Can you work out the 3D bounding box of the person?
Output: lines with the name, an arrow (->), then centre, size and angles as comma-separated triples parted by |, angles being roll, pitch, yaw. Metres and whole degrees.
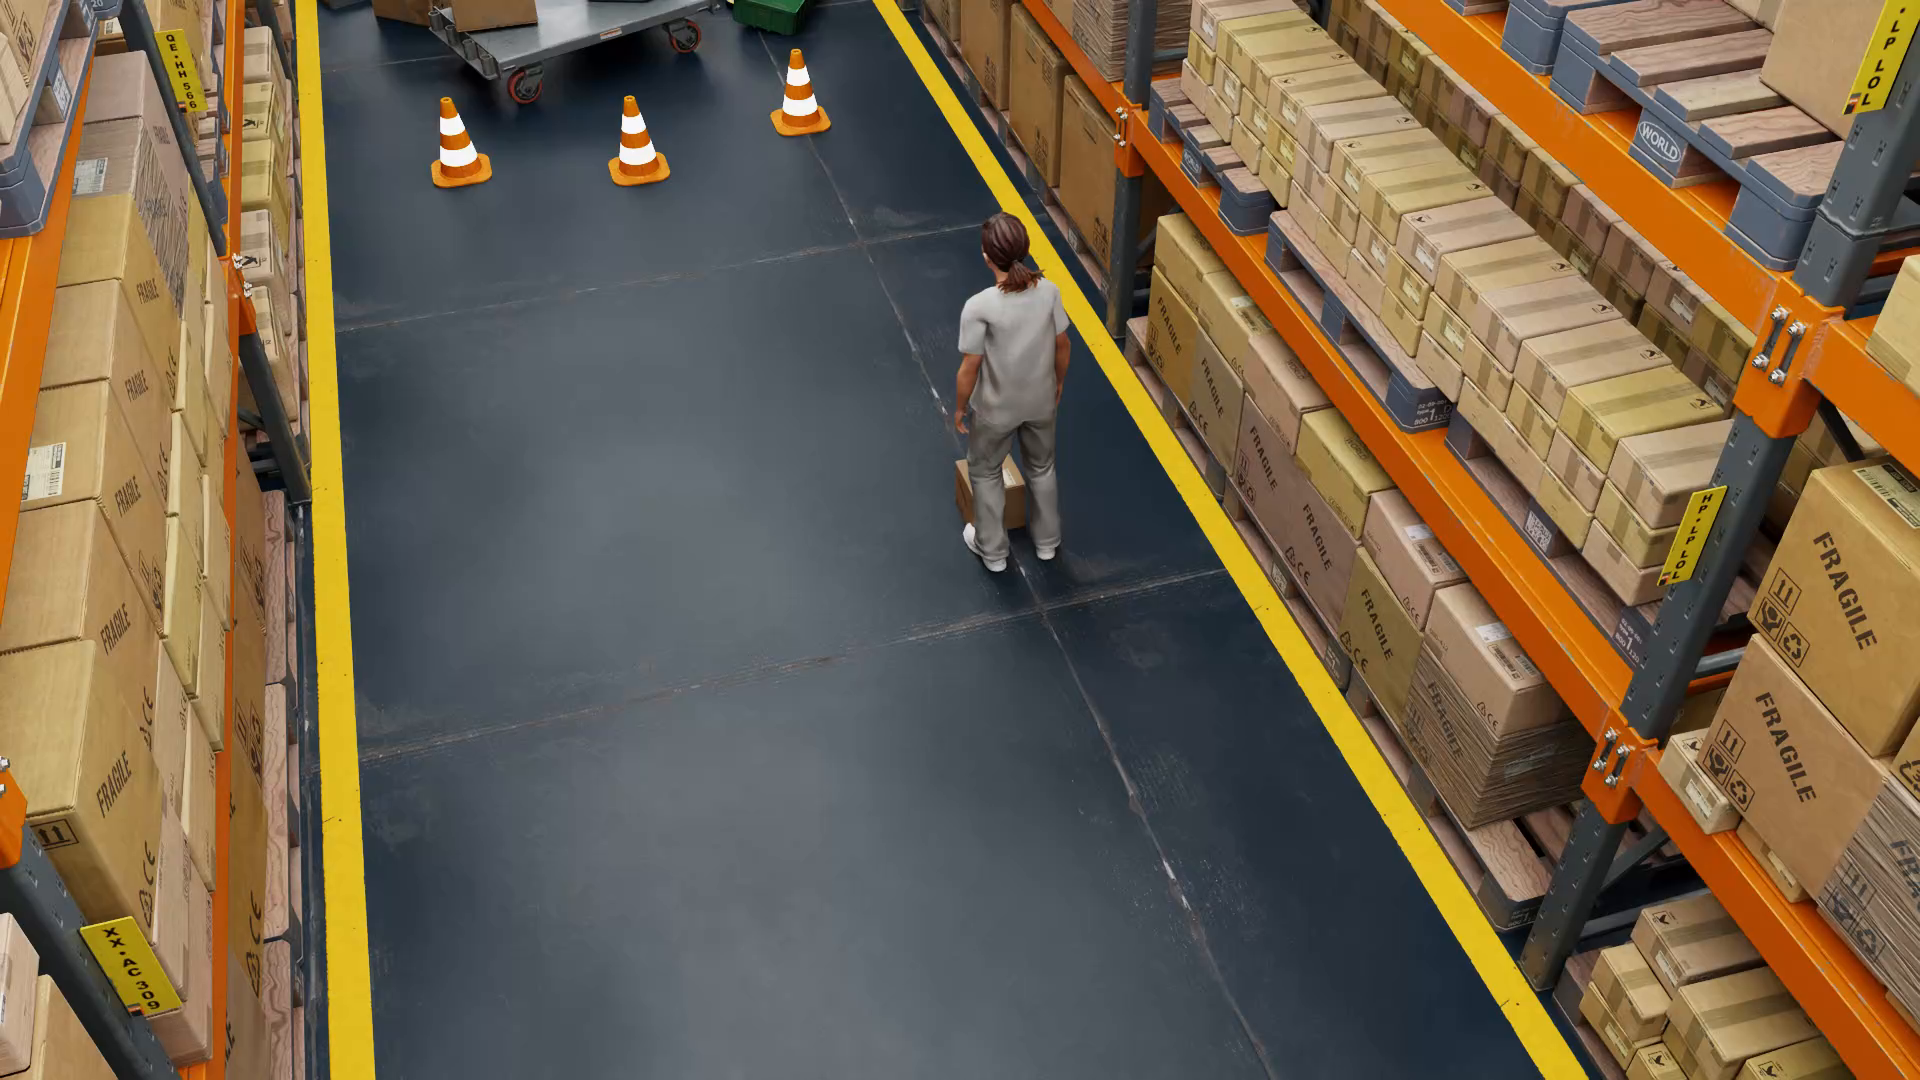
person -> 0.214, -0.573, 6.791 | 0.512, 1.671, 0.361 | -14, 44, -15
